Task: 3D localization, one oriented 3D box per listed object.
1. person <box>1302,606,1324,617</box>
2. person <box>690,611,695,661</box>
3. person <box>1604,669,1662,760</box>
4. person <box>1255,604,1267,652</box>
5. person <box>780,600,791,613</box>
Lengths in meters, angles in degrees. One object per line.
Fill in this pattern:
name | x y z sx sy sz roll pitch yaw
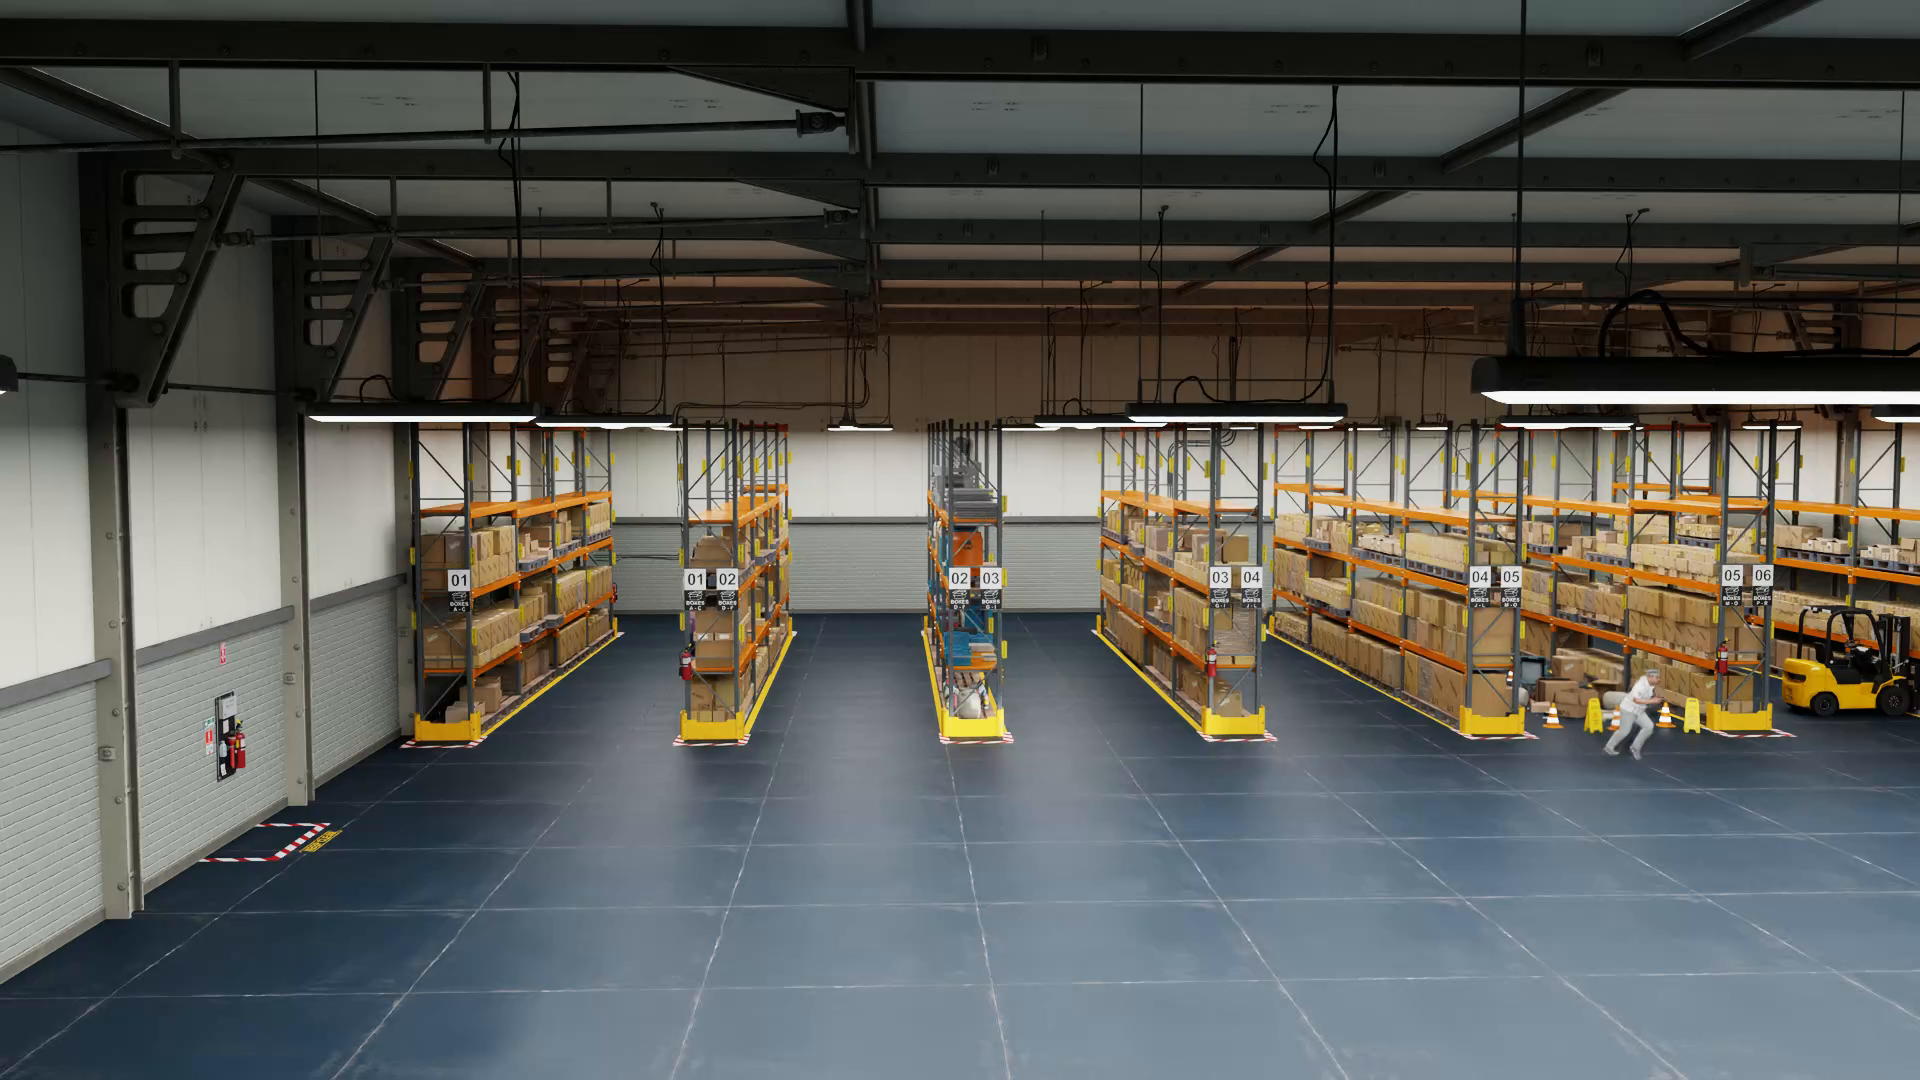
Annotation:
person | 10.524 1.734 49.571 0.762 1.706 0.625 -2 4 -29
person | -6.566 2.287 40.856 0.537 1.586 0.881 -1 4 -8
person | 11.865 3.061 29.239 1.012 1.675 0.702 4 5 45
person | 7.588 2.209 42.696 0.593 1.593 0.667 0 4 -4
person | -5.280 1.757 48.952 0.578 1.660 0.634 2 4 24
